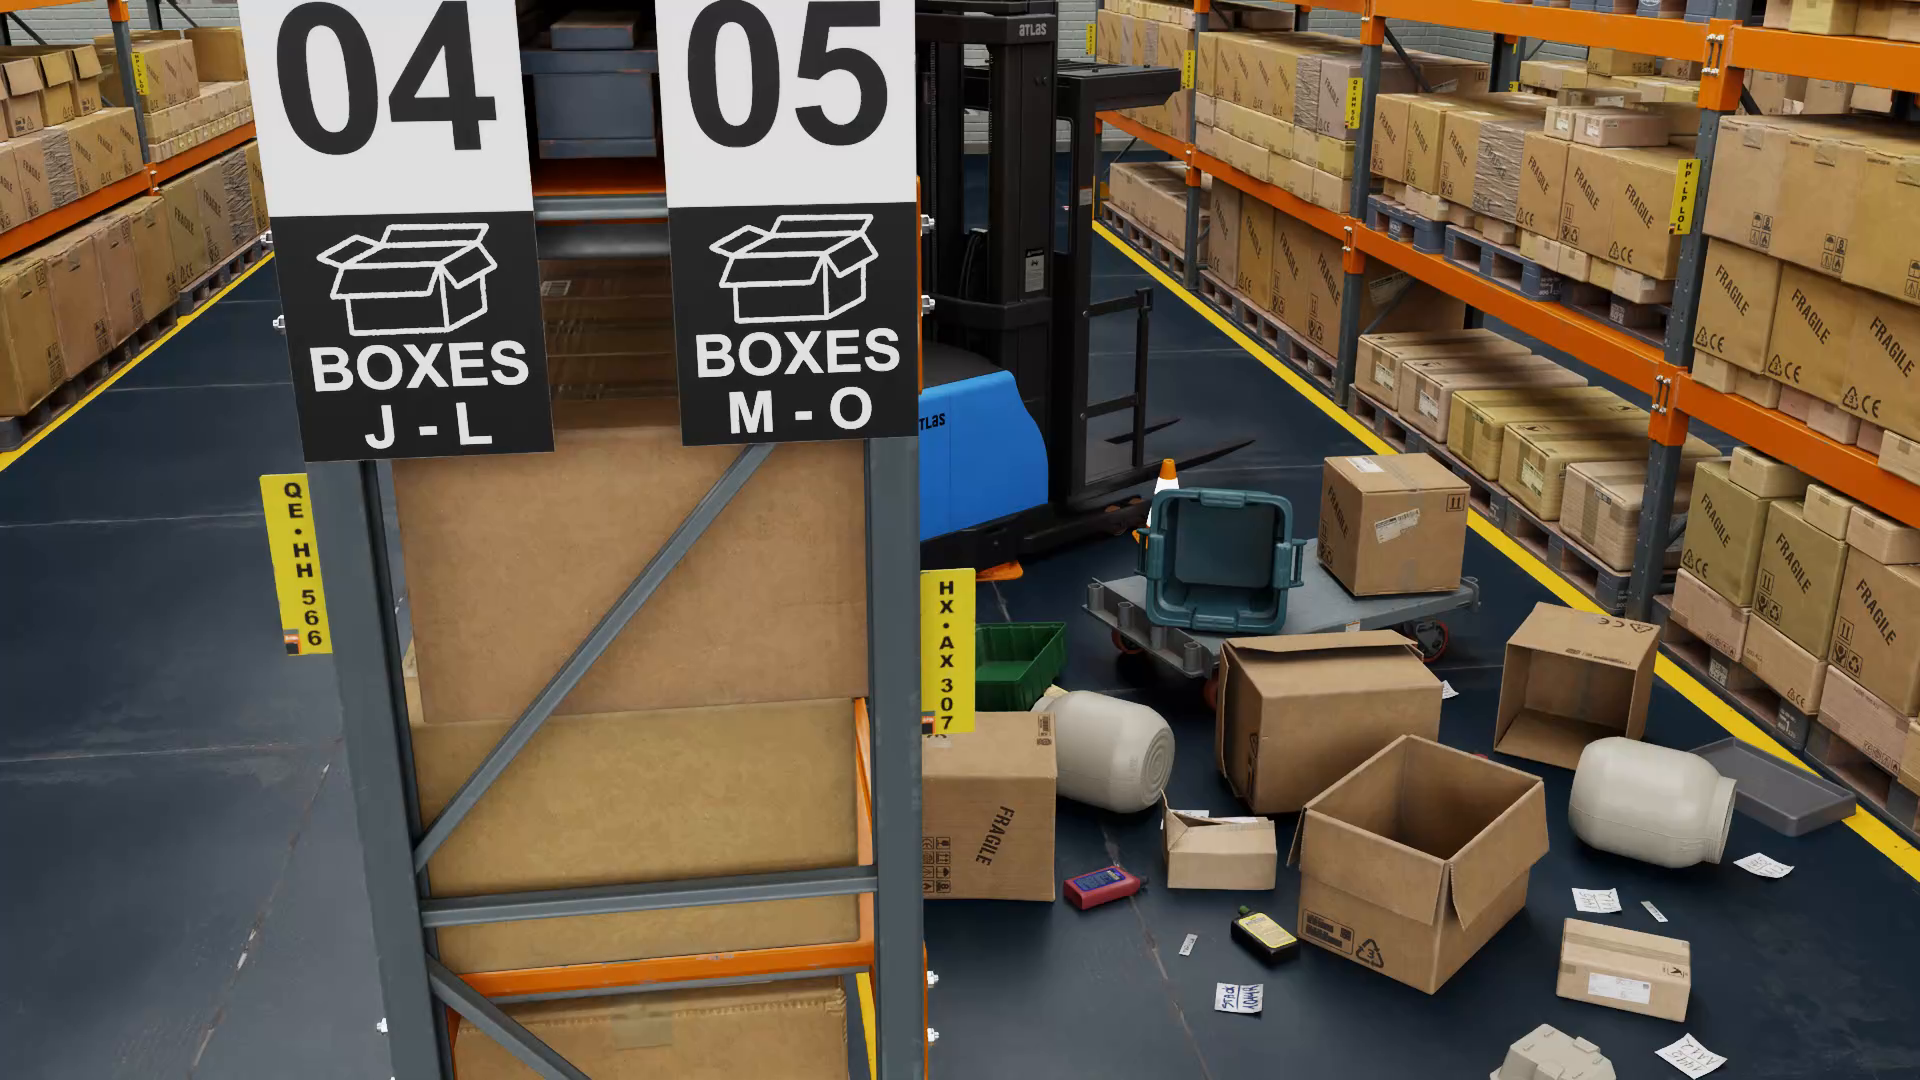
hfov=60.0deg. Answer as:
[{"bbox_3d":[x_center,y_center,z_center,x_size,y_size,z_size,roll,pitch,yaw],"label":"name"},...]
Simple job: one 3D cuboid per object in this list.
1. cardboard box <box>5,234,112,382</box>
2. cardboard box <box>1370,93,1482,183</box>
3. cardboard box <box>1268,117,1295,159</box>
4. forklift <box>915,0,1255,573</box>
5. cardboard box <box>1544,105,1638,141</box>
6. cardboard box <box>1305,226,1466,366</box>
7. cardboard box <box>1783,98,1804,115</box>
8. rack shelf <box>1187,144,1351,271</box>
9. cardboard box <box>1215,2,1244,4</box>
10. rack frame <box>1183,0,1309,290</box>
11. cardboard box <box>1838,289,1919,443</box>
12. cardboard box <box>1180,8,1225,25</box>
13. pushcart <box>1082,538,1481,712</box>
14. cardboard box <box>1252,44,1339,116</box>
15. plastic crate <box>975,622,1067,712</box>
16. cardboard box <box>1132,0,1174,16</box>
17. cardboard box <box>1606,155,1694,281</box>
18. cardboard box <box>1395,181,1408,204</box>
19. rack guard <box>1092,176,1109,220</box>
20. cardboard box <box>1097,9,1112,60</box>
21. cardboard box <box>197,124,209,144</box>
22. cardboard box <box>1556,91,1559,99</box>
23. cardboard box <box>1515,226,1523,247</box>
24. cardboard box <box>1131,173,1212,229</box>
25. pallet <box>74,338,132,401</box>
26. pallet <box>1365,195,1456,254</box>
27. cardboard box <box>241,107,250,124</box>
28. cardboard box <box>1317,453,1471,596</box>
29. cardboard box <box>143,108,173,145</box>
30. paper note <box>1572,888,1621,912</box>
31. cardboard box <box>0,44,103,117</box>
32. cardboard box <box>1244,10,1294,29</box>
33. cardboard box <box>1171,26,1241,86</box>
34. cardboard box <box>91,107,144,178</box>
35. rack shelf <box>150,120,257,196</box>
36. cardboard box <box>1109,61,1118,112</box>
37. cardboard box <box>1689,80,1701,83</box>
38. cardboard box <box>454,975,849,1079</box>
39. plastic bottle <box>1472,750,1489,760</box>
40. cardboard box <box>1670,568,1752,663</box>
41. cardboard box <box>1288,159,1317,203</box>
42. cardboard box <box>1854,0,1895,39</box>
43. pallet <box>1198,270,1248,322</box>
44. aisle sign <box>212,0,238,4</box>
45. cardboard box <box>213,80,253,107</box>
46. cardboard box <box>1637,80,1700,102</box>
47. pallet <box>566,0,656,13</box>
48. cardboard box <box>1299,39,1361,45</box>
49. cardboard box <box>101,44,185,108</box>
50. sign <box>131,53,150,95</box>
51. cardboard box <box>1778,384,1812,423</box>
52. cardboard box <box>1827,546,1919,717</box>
[{"bbox_3d":[-6.848,-1.631,11.732,1.225,0.875,0.875,-3,21,-8],"label":"cardboard box"},{"bbox_3d":[2.994,-2.596,10.710,0.500,0.500,0.500,-4,21,-9],"label":"cardboard box"},{"bbox_3d":[2.665,-3.053,12.602,0.500,0.250,0.500,-3,21,-9],"label":"cardboard box"},{"bbox_3d":[0.467,-1.519,9.093,3.031,2.935,1.130,-17,27,-39],"label":"forklift"},{"bbox_3d":[3.270,-2.162,8.623,0.380,0.149,0.250,-4,21,-10],"label":"cardboard box"},{"bbox_3d":[3.141,-1.825,12.252,0.875,0.875,0.875,-3,21,-8],"label":"cardboard box"},{"bbox_3d":[7.313,-3.650,14.294,0.396,0.266,0.258,-2,21,-5],"label":"cardboard box"},{"bbox_3d":[2.870,-2.736,13.282,1.077,0.370,4.000,-3,21,-8],"label":"rack shelf"},{"bbox_3d":[2.592,-5.235,16.446,0.380,0.149,0.250,-3,21,-8],"label":"cardboard box"},{"bbox_3d":[2.582,-3.765,15.010,1.000,3.000,0.127,-3,21,-8],"label":"rack frame"},{"bbox_3d":[3.677,-0.668,6.149,0.500,0.500,0.500,-3,21,-8],"label":"cardboard box"},{"bbox_3d":[2.265,-4.858,15.438,0.380,0.149,0.250,-3,21,-8],"label":"cardboard box"},{"bbox_3d":[1.486,0.365,7.698,1.648,0.377,0.936,-11,23,-26],"label":"pushcart"},{"bbox_3d":[2.612,-3.586,12.959,0.500,0.500,0.500,-3,21,-9],"label":"cardboard box"},{"bbox_3d":[0.172,0.574,7.329,0.450,0.188,0.662,-2,18,24],"label":"plastic crate"},{"bbox_3d":[1.955,-5.382,16.841,0.380,0.149,0.250,-3,21,-7],"label":"cardboard box"},{"bbox_3d":[3.441,-1.527,7.848,0.500,0.500,0.500,-3,21,-9],"label":"cardboard box"},{"bbox_3d":[3.028,-2.238,10.679,0.380,0.149,0.250,-4,21,-11],"label":"cardboard box"},{"bbox_3d":[2.001,-3.987,19.178,1.175,0.500,0.348,-3,21,-8],"label":"rack guard"},{"bbox_3d":[1.792,-5.485,18.042,0.500,0.500,0.500,-3,21,-9],"label":"cardboard box"},{"bbox_3d":[-7.126,-3.716,15.236,0.380,0.149,0.250,-3,21,-7],"label":"cardboard box"},{"bbox_3d":[6.823,-4.891,18.383,0.380,0.149,0.250,-2,21,-6],"label":"cardboard box"},{"bbox_3d":[3.318,-1.689,9.210,0.380,0.149,0.250,-4,21,-10],"label":"cardboard box"},{"bbox_3d":[2.339,-3.607,17.647,0.875,0.438,0.875,-2,21,-6],"label":"cardboard box"},{"bbox_3d":[-6.860,-1.272,12.321,1.003,0.211,1.213,-3,21,-8],"label":"pallet"},{"bbox_3d":[3.366,-2.049,10.689,1.213,0.211,1.003,-3,21,-8],"label":"pallet"},{"bbox_3d":[-7.350,-4.249,16.663,0.380,0.149,0.250,-3,21,-8],"label":"cardboard box"},{"bbox_3d":[1.978,-0.079,7.631,0.500,0.500,0.500,-3,21,-8],"label":"cardboard box"},{"bbox_3d":[-7.034,-3.510,14.117,0.500,0.250,0.500,-3,21,-9],"label":"cardboard box"},{"bbox_3d":[2.231,1.257,5.822,0.148,0.019,0.142,4,21,11],"label":"paper note"},{"bbox_3d":[-7.125,-3.561,12.888,0.797,0.503,0.637,-3,21,-9],"label":"cardboard box"},{"bbox_3d":[2.793,-4.707,15.032,0.380,0.149,0.250,-3,21,-9],"label":"cardboard box"},{"bbox_3d":[2.240,-4.430,15.218,0.500,0.500,0.500,-3,21,-8],"label":"cardboard box"},{"bbox_3d":[-6.887,-3.164,13.257,0.500,0.500,0.500,-3,21,-8],"label":"cardboard box"},{"bbox_3d":[-7.513,-3.621,15.652,1.077,0.370,4.000,-3,21,-8],"label":"rack shelf"},{"bbox_3d":[1.890,-4.842,17.752,0.500,0.500,0.500,-3,21,-9],"label":"cardboard box"},{"bbox_3d":[7.609,-4.444,16.617,0.500,0.250,0.500,-3,21,-8],"label":"cardboard box"},{"bbox_3d":[-0.736,1.241,4.042,0.875,0.875,0.875,-3,21,-7],"label":"cardboard box"},{"bbox_3d":[2.065,0.923,6.658,0.133,0.061,0.283,1,20,2],"label":"plastic bottle"},{"bbox_3d":[3.553,0.314,7.418,0.500,0.250,0.500,-4,21,-10],"label":"cardboard box"},{"bbox_3d":[2.739,-2.648,12.233,0.500,0.250,0.500,-3,21,-7],"label":"cardboard box"},{"bbox_3d":[3.664,-1.989,6.326,0.380,0.149,0.250,-3,21,-8],"label":"cardboard box"},{"bbox_3d":[2.767,-2.195,14.793,1.003,0.211,1.213,-3,21,-8],"label":"pallet"},{"bbox_3d":[-7.515,-5.908,17.032,0.394,0.787,0.004,-3,21,-8],"label":"aisle sign"},{"bbox_3d":[-7.469,-4.565,16.940,0.500,0.250,0.500,-3,21,-9],"label":"cardboard box"},{"bbox_3d":[7.091,-4.423,16.559,0.500,0.250,0.500,-3,21,-8],"label":"cardboard box"},{"bbox_3d":[-0.869,-1.369,4.434,1.003,0.211,1.213,-3,21,-8],"label":"pallet"},{"bbox_3d":[3.030,-3.783,13.486,0.500,0.500,0.500,-2,21,-6],"label":"cardboard box"},{"bbox_3d":[-7.104,-4.035,14.451,0.500,0.500,0.500,-3,21,-8],"label":"cardboard box"},{"bbox_3d":[-6.689,-3.801,13.565,0.100,0.325,0.005,-3,21,-8],"label":"sign"},{"bbox_3d":[3.619,-0.577,6.833,0.380,0.149,0.250,-3,21,-8],"label":"cardboard box"},{"bbox_3d":[3.714,0.327,6.311,0.500,0.500,0.500,-2,21,-5],"label":"cardboard box"}]
